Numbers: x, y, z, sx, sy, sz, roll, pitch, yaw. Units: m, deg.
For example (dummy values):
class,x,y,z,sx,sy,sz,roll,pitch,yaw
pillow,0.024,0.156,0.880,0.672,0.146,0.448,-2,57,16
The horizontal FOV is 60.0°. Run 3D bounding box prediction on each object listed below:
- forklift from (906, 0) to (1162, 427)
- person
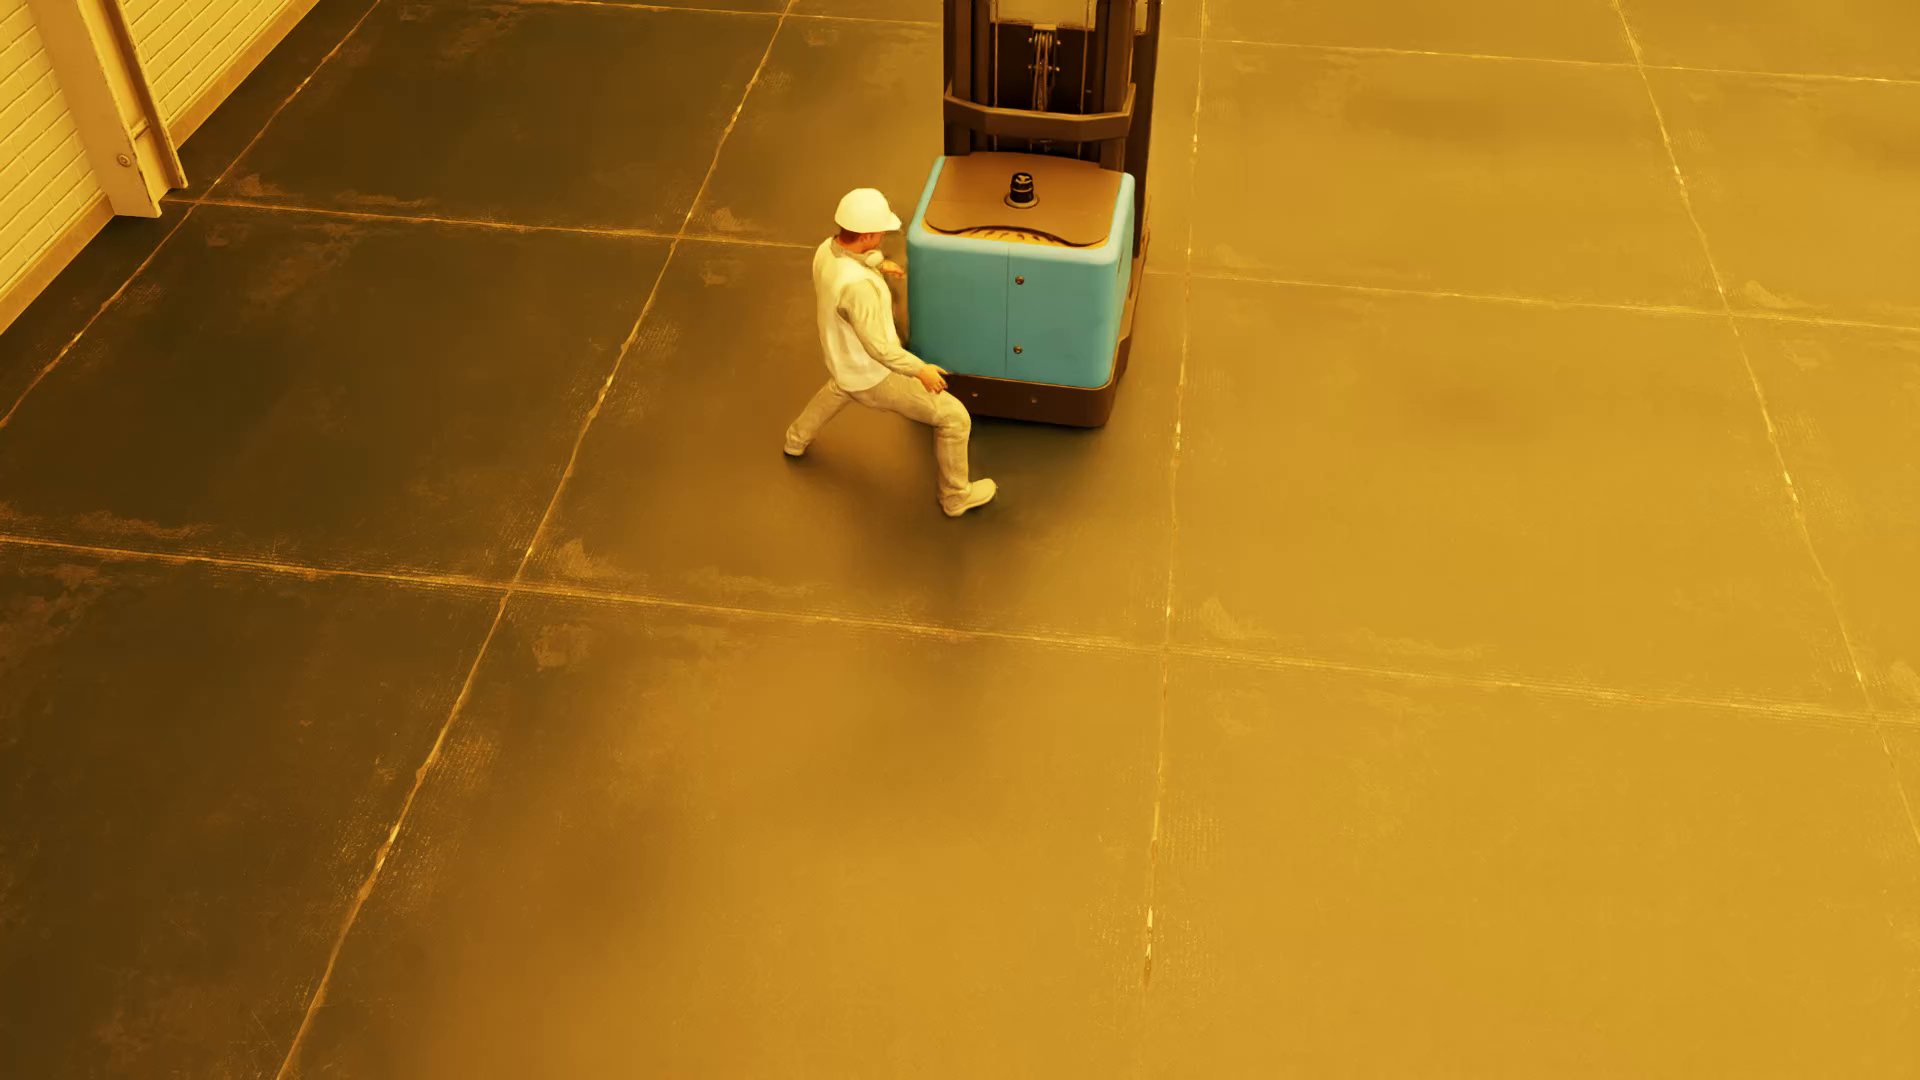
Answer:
class,x,y,z,sx,sy,sz,roll,pitch,yaw
forklift,0.503,-2.655,8.614,1.130,2.935,3.031,7,43,8
person,-0.368,-0.926,7.751,0.888,1.632,0.979,-14,44,-14
